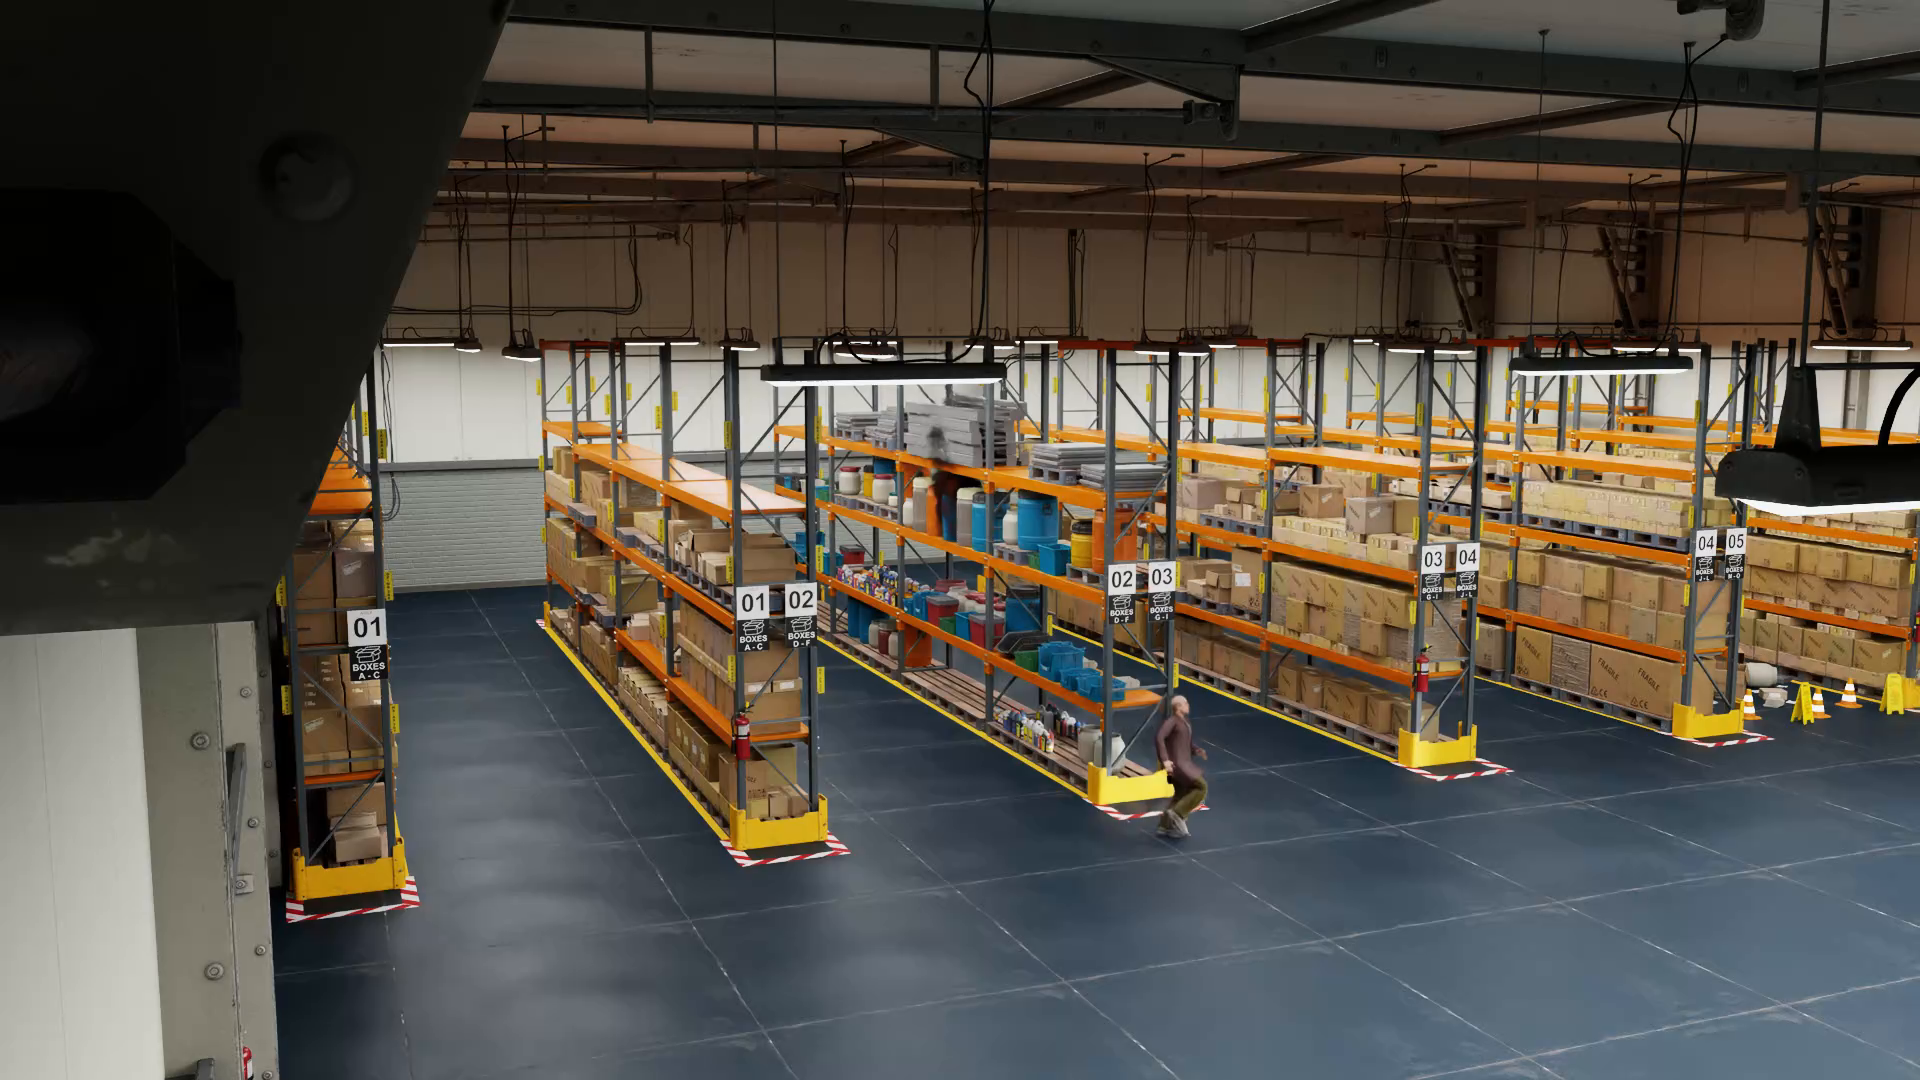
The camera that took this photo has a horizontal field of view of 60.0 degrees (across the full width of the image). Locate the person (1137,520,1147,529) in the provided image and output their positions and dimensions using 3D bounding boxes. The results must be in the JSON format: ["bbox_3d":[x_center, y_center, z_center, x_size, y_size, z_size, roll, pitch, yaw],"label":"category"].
[{"bbox_3d":[4.374,0.106,41.338,0.555,1.702,0.778,-1,8,-11],"label":"person"}]

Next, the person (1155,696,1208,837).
[{"bbox_3d":[2.774,2.793,20.662,0.645,1.706,0.707,2,8,14],"label":"person"}]
